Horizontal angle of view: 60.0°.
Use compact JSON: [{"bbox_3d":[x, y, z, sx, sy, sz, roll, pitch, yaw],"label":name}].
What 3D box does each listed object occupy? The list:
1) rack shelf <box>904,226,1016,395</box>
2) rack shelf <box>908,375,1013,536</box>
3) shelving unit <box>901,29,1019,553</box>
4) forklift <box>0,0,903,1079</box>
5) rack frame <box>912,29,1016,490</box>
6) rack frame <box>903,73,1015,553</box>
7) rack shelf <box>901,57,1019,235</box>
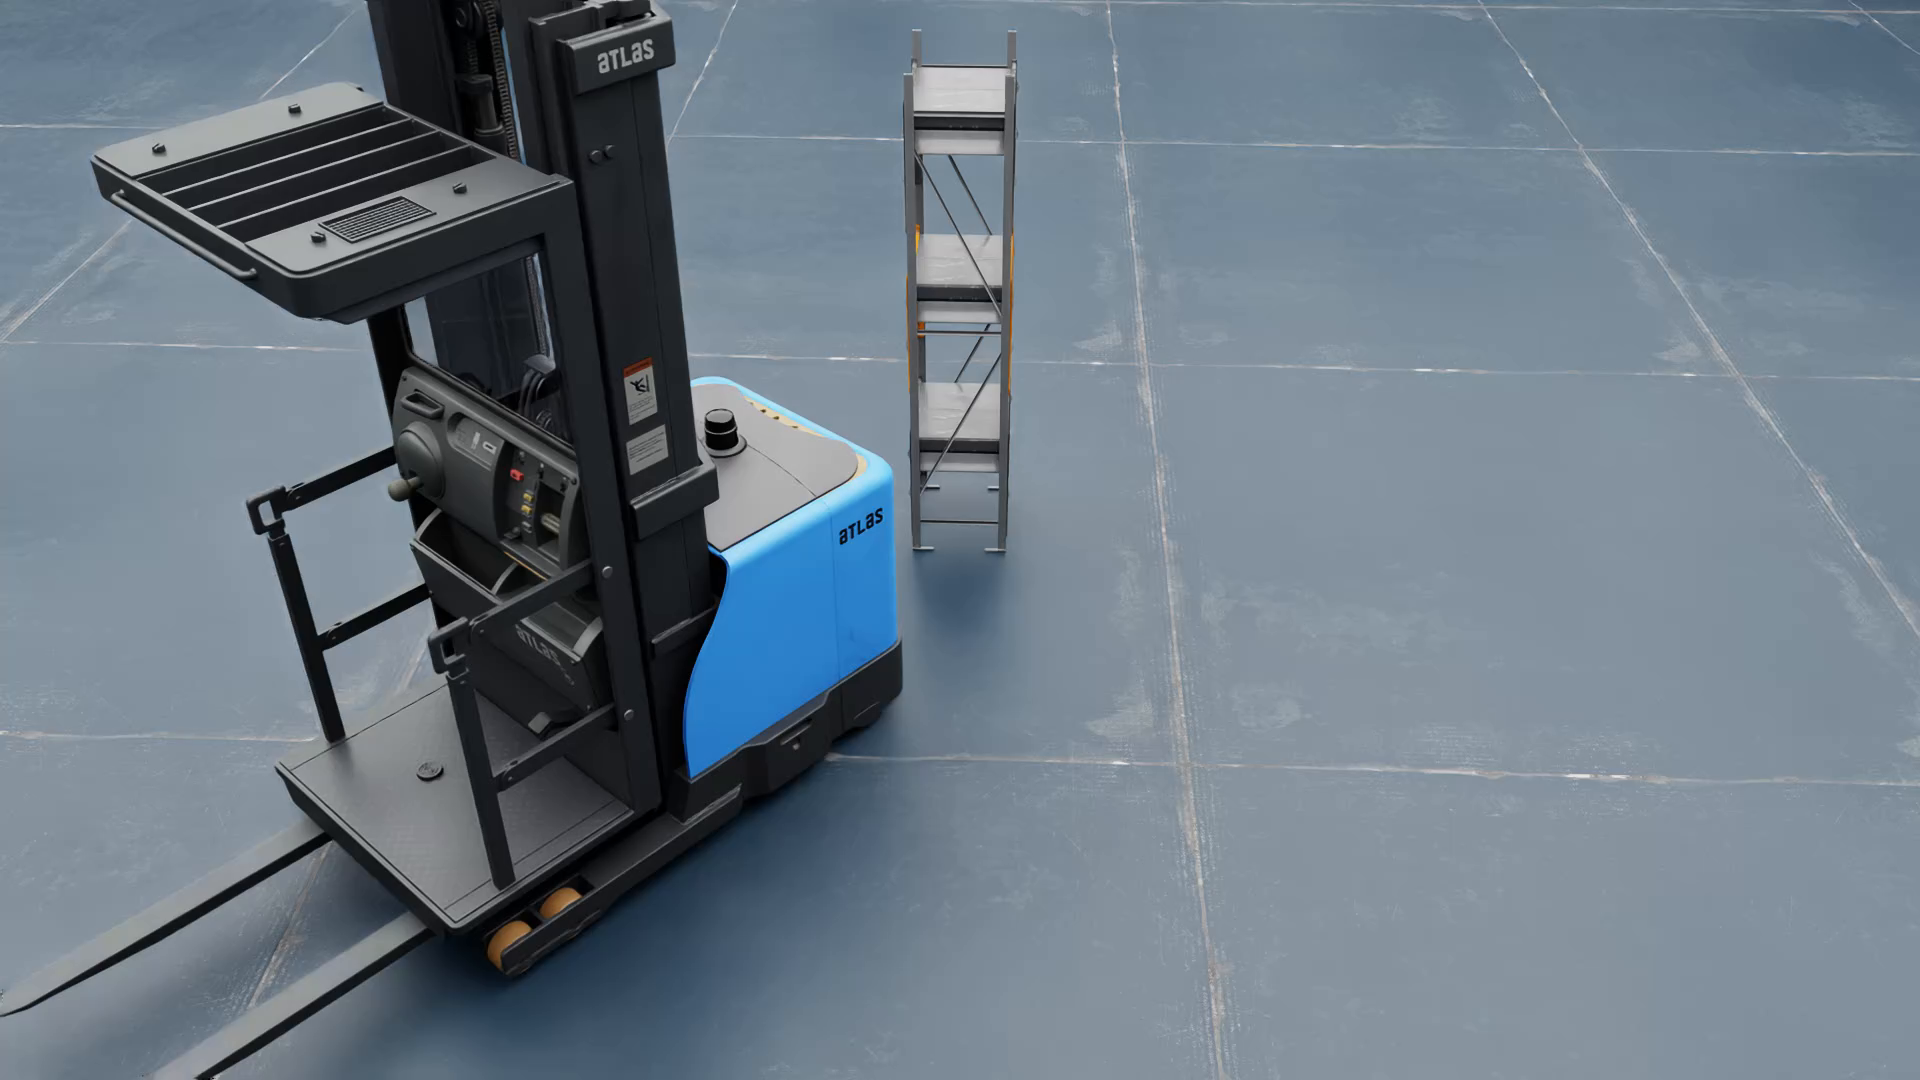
[{"bbox_3d":[0.007,-0.943,6.789,0.431,0.518,0.480,1,35,2],"label":"rack shelf"},{"bbox_3d":[0.007,-0.370,7.192,0.431,0.518,0.480,1,35,2],"label":"rack shelf"},{"bbox_3d":[0.007,-0.954,6.782,0.431,2.100,0.503,1,35,2],"label":"shelving unit"},{"bbox_3d":[-1.585,-0.152,4.918,1.130,2.935,3.031,28,44,34],"label":"forklift"},{"bbox_3d":[0.016,-1.094,6.981,0.400,2.100,0.015,1,35,2],"label":"rack frame"},{"bbox_3d":[-0.003,-0.814,6.582,0.400,2.100,0.015,1,35,2],"label":"rack frame"},{"bbox_3d":[0.007,-1.516,6.387,0.431,0.518,0.480,1,35,2],"label":"rack shelf"}]
